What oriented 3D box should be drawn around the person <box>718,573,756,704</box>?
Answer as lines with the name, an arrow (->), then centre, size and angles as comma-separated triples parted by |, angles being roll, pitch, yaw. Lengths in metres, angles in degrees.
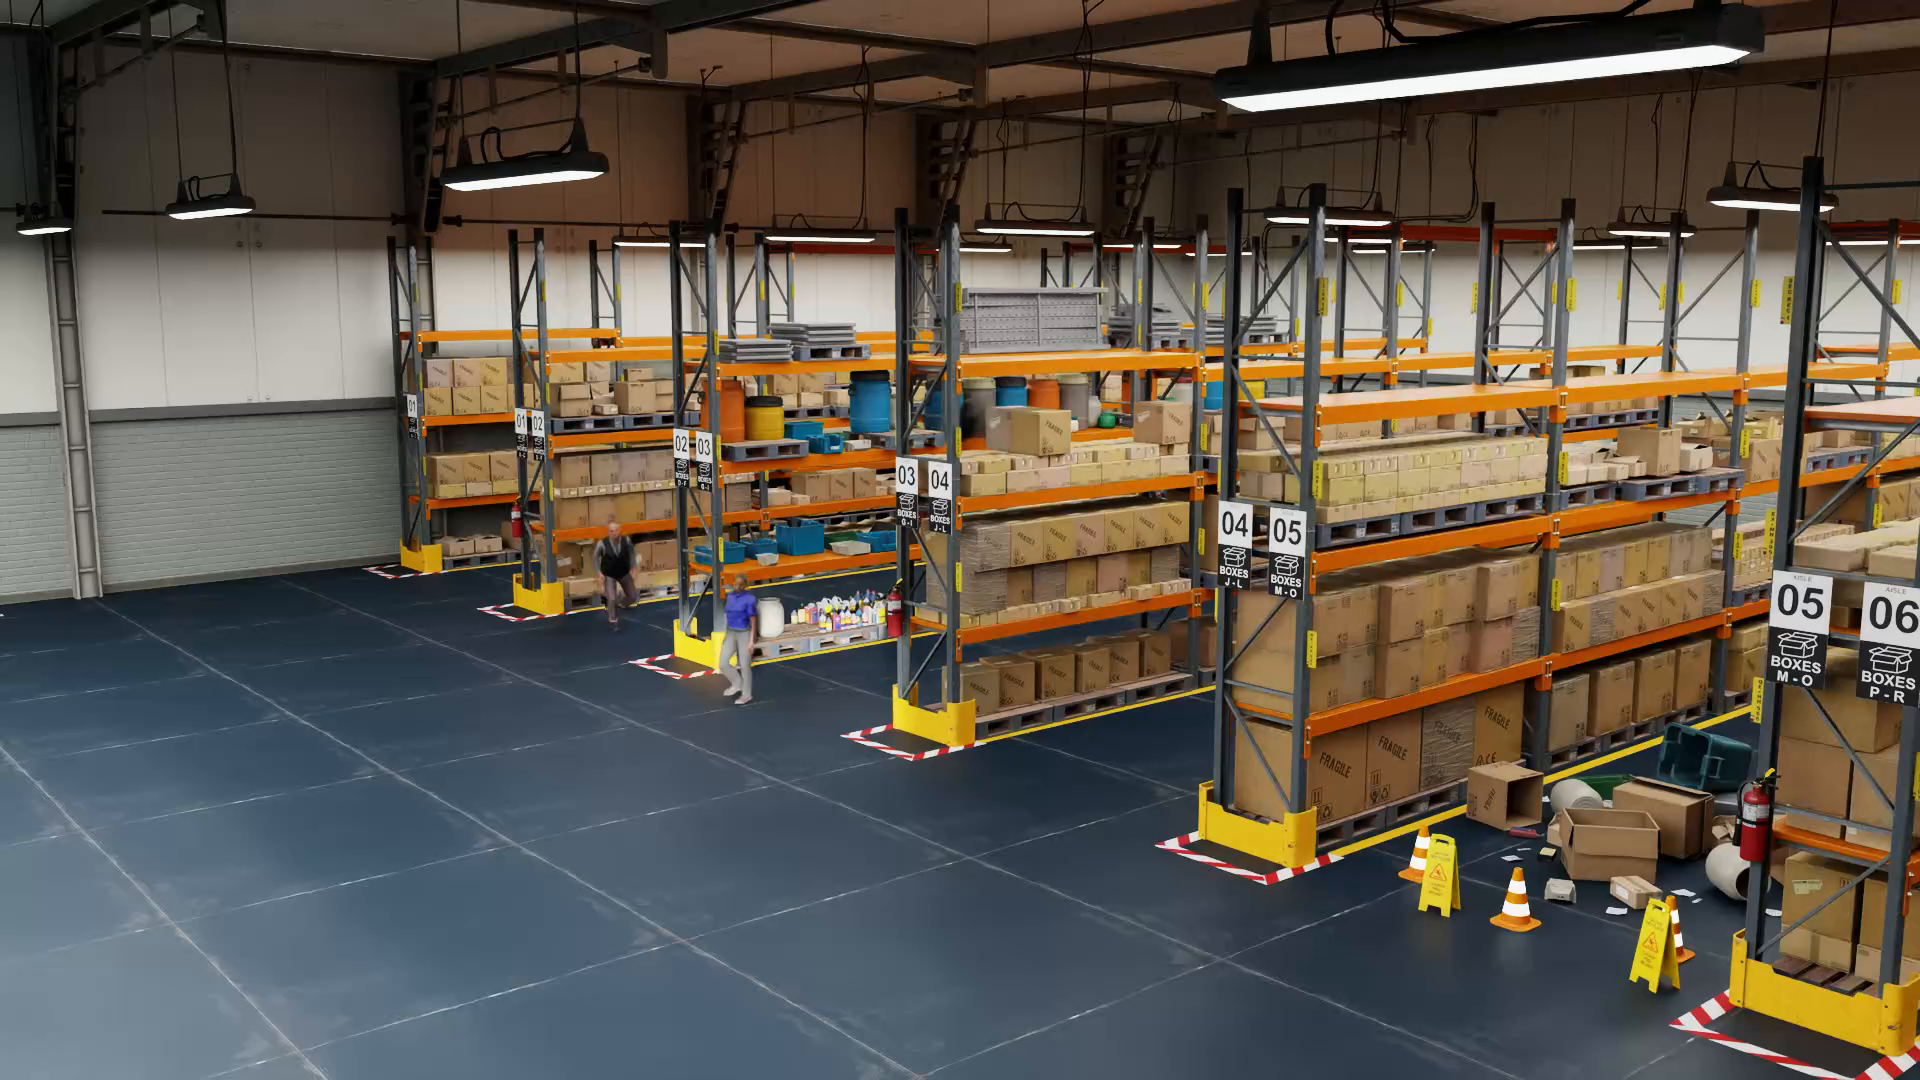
person -> -2.726, 1.208, 20.531 | 0.551, 1.635, 0.432 | 4, 10, 24

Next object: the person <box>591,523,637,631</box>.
person -> -5.149, 0.512, 24.740 | 0.699, 1.624, 0.737 | -5, 10, -31
